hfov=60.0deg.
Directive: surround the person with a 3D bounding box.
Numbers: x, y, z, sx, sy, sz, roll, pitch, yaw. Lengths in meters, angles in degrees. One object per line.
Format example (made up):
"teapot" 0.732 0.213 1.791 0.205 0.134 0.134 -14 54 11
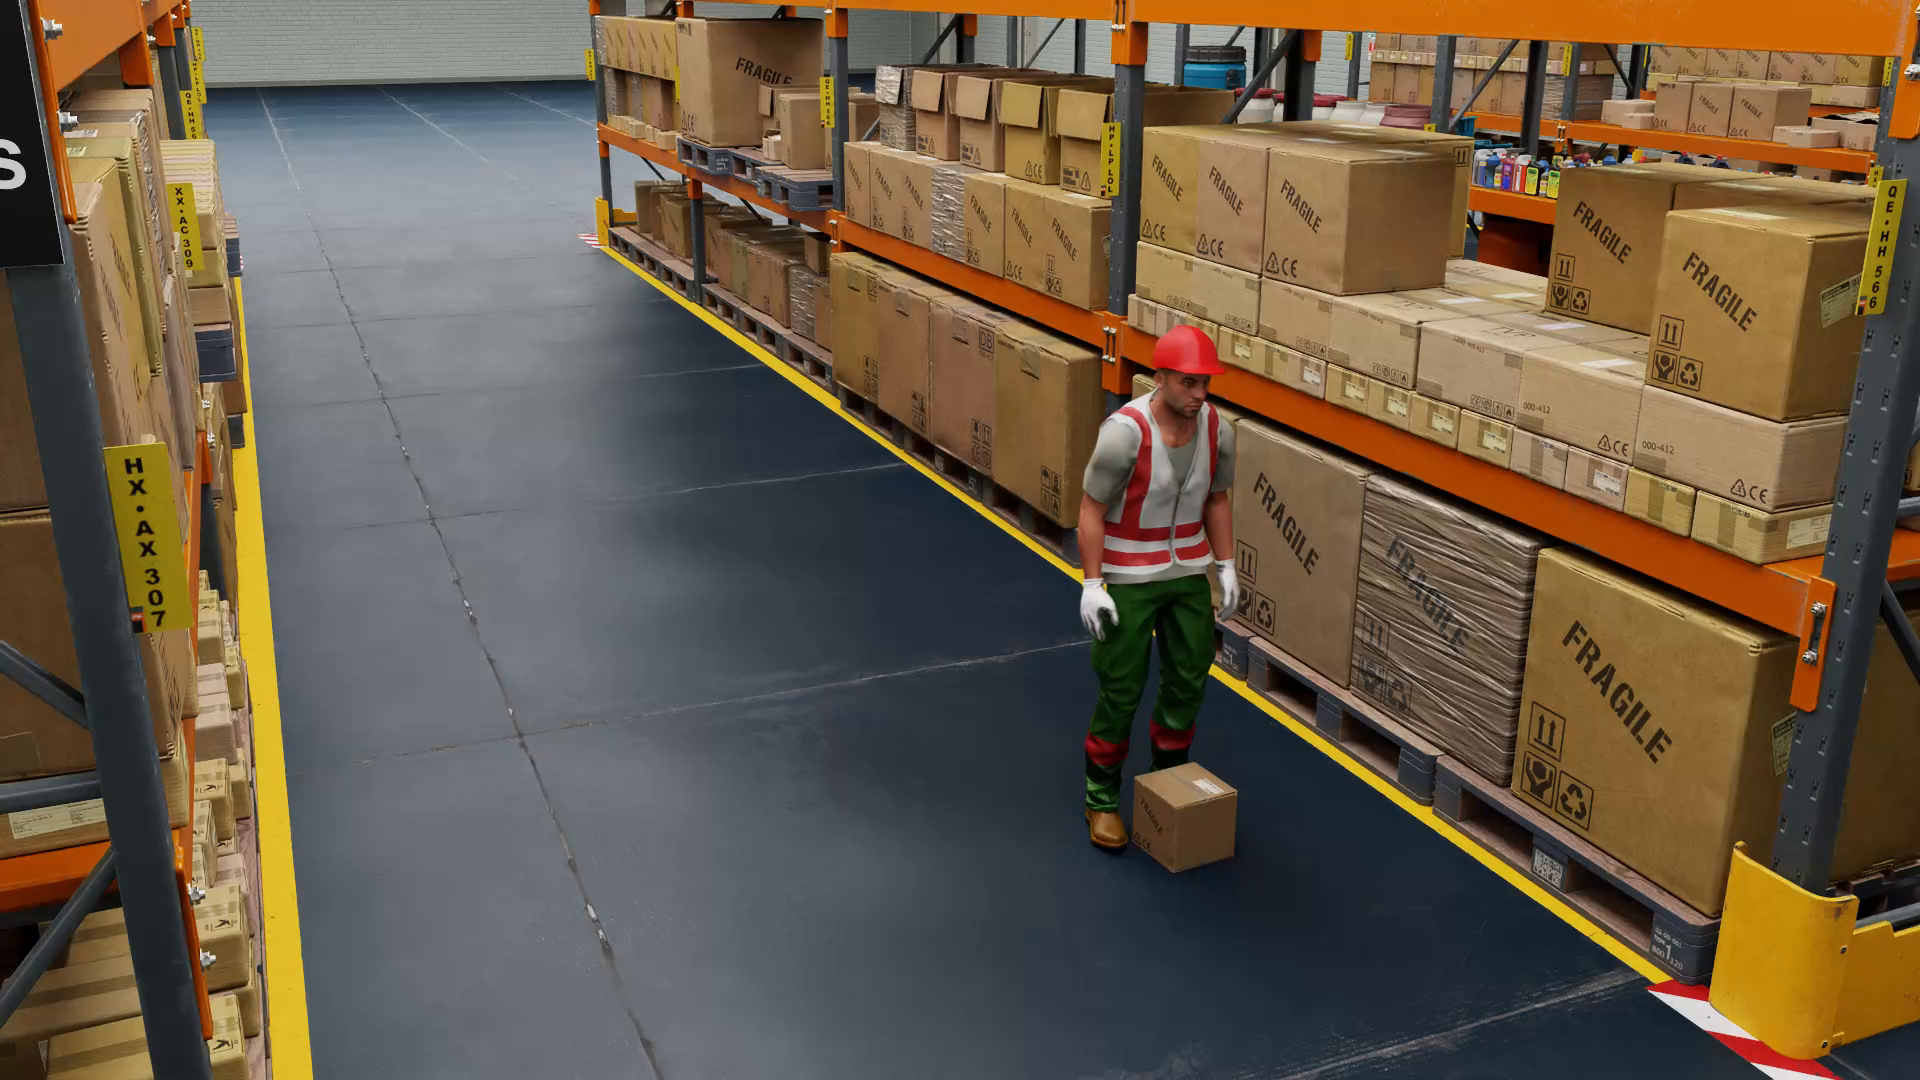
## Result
"person" 1.509 -1.883 11.620 7.255 1.776 11.425 -8 20 -22
